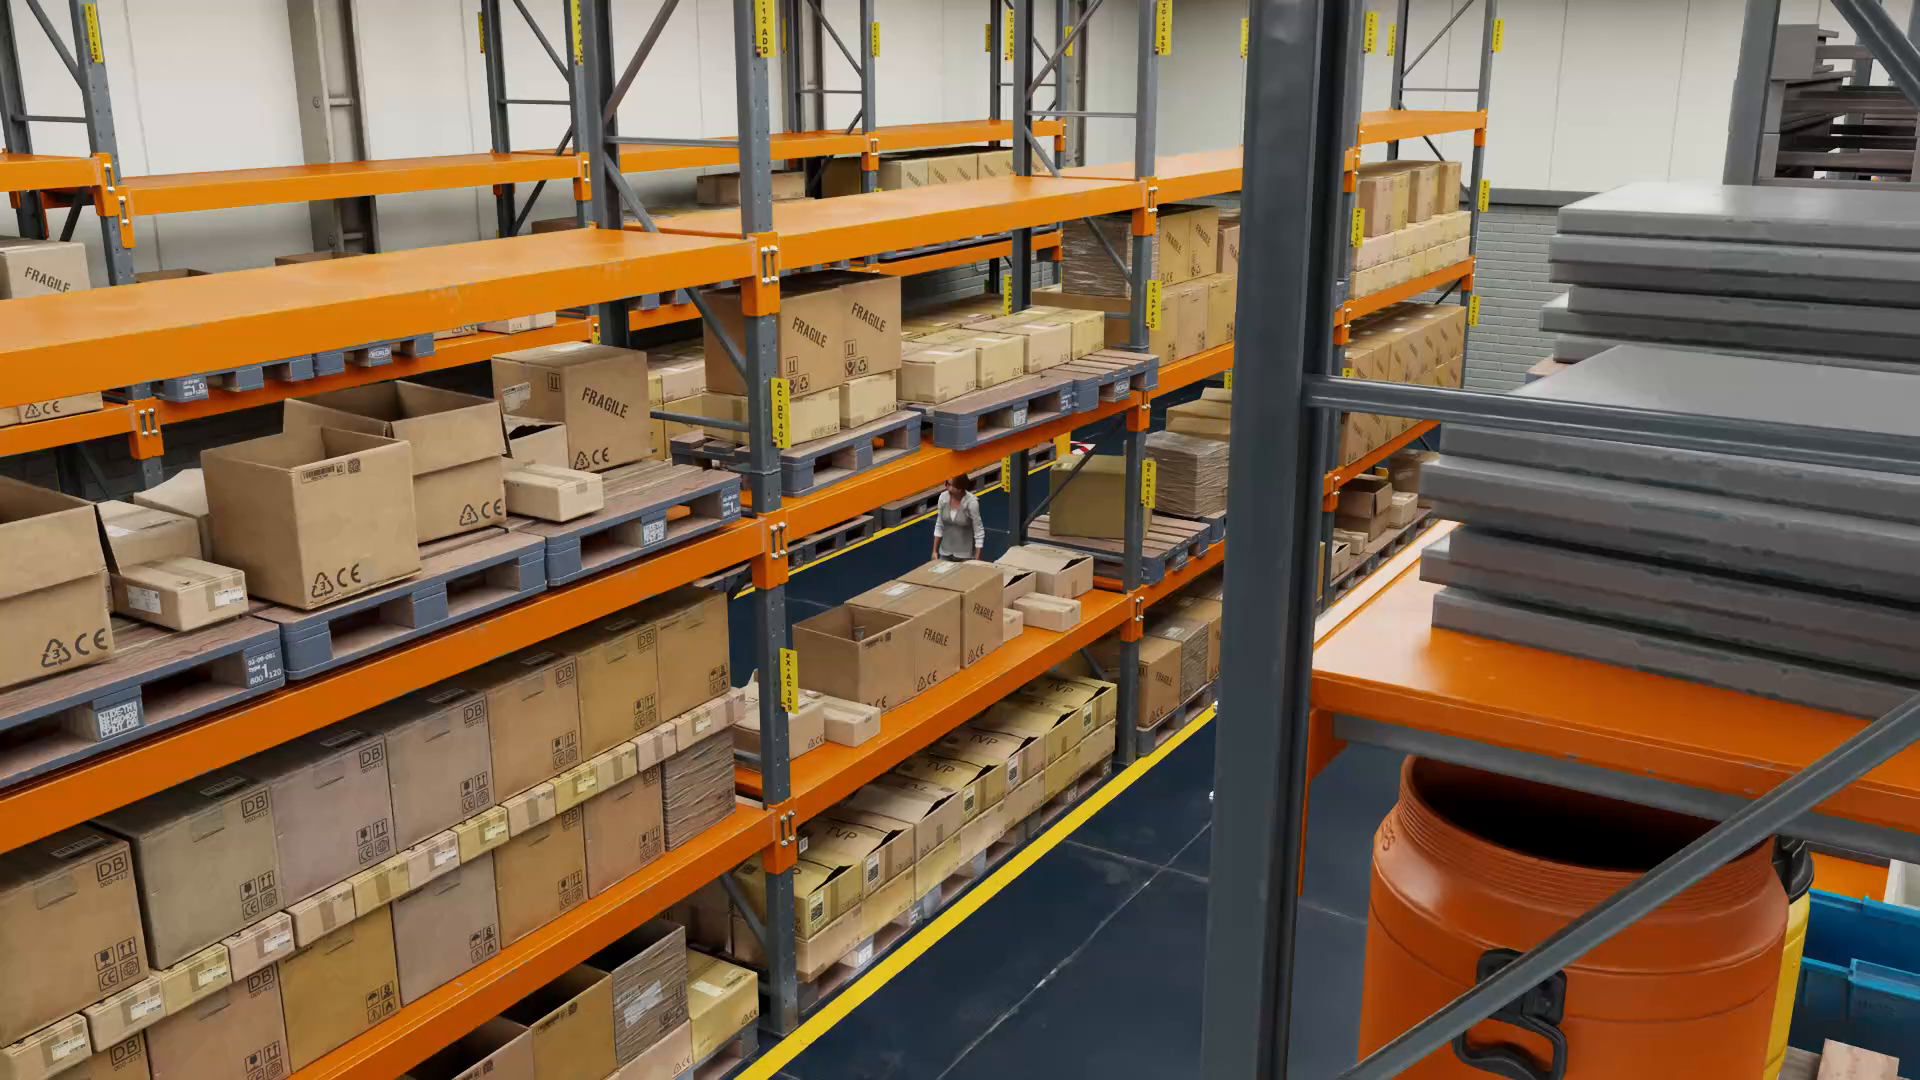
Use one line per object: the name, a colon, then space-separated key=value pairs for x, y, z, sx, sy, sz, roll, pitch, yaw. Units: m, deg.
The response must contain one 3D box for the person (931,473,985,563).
person: x=-0.020 y=0.203 z=14.066 sx=0.483 sy=1.481 sz=0.340 roll=9 pitch=19 yaw=28
